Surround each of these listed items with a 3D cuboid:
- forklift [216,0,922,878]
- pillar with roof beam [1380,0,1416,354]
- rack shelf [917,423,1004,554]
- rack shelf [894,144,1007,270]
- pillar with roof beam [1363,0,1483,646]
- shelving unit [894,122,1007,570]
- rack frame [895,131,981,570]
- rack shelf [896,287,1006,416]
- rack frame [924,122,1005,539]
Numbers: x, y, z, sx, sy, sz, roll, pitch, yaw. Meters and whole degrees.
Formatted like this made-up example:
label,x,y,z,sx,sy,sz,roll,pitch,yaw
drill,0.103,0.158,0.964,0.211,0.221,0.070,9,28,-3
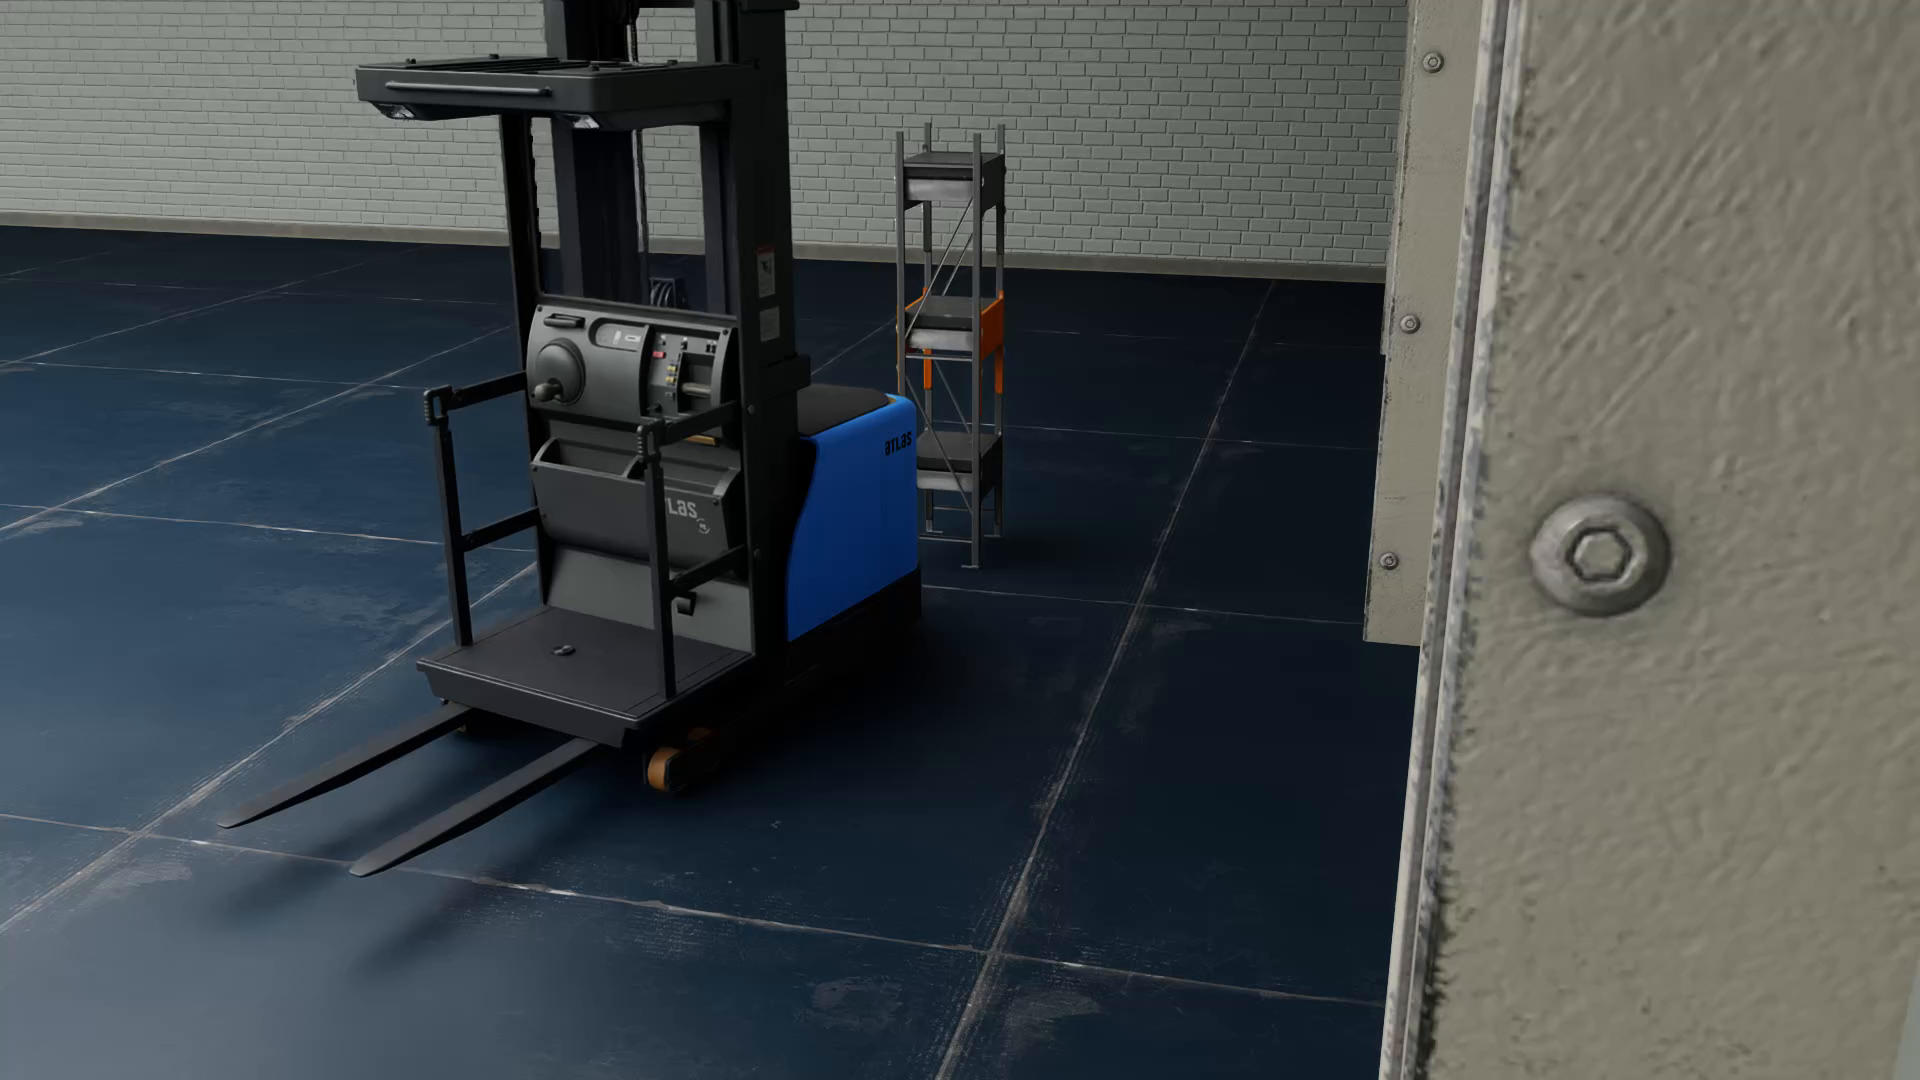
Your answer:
label,x,y,z,sx,sy,sz,roll,pitch,yaw
forklift,-1.336,-0.645,5.987,1.130,2.935,3.031,10,21,28
pillar with roof beam,-0.734,-6.084,12.523,9.100,9.000,0.400,5,19,13
rack shelf,-0.040,-0.266,8.372,0.431,0.518,0.480,5,19,13
rack shelf,-0.040,-1.591,7.919,0.431,0.518,0.480,5,19,13
pillar with roof beam,-2.200,-4.203,7.017,9.100,9.000,0.400,5,19,13
shelving unit,-0.040,-0.942,8.141,0.431,2.100,0.503,5,19,13
rack frame,-0.100,-0.865,7.917,0.400,2.100,0.015,5,19,13
rack shelf,-0.040,-0.929,8.146,0.431,0.518,0.480,5,19,13
rack frame,0.019,-1.018,8.365,0.400,2.100,0.015,5,19,13
